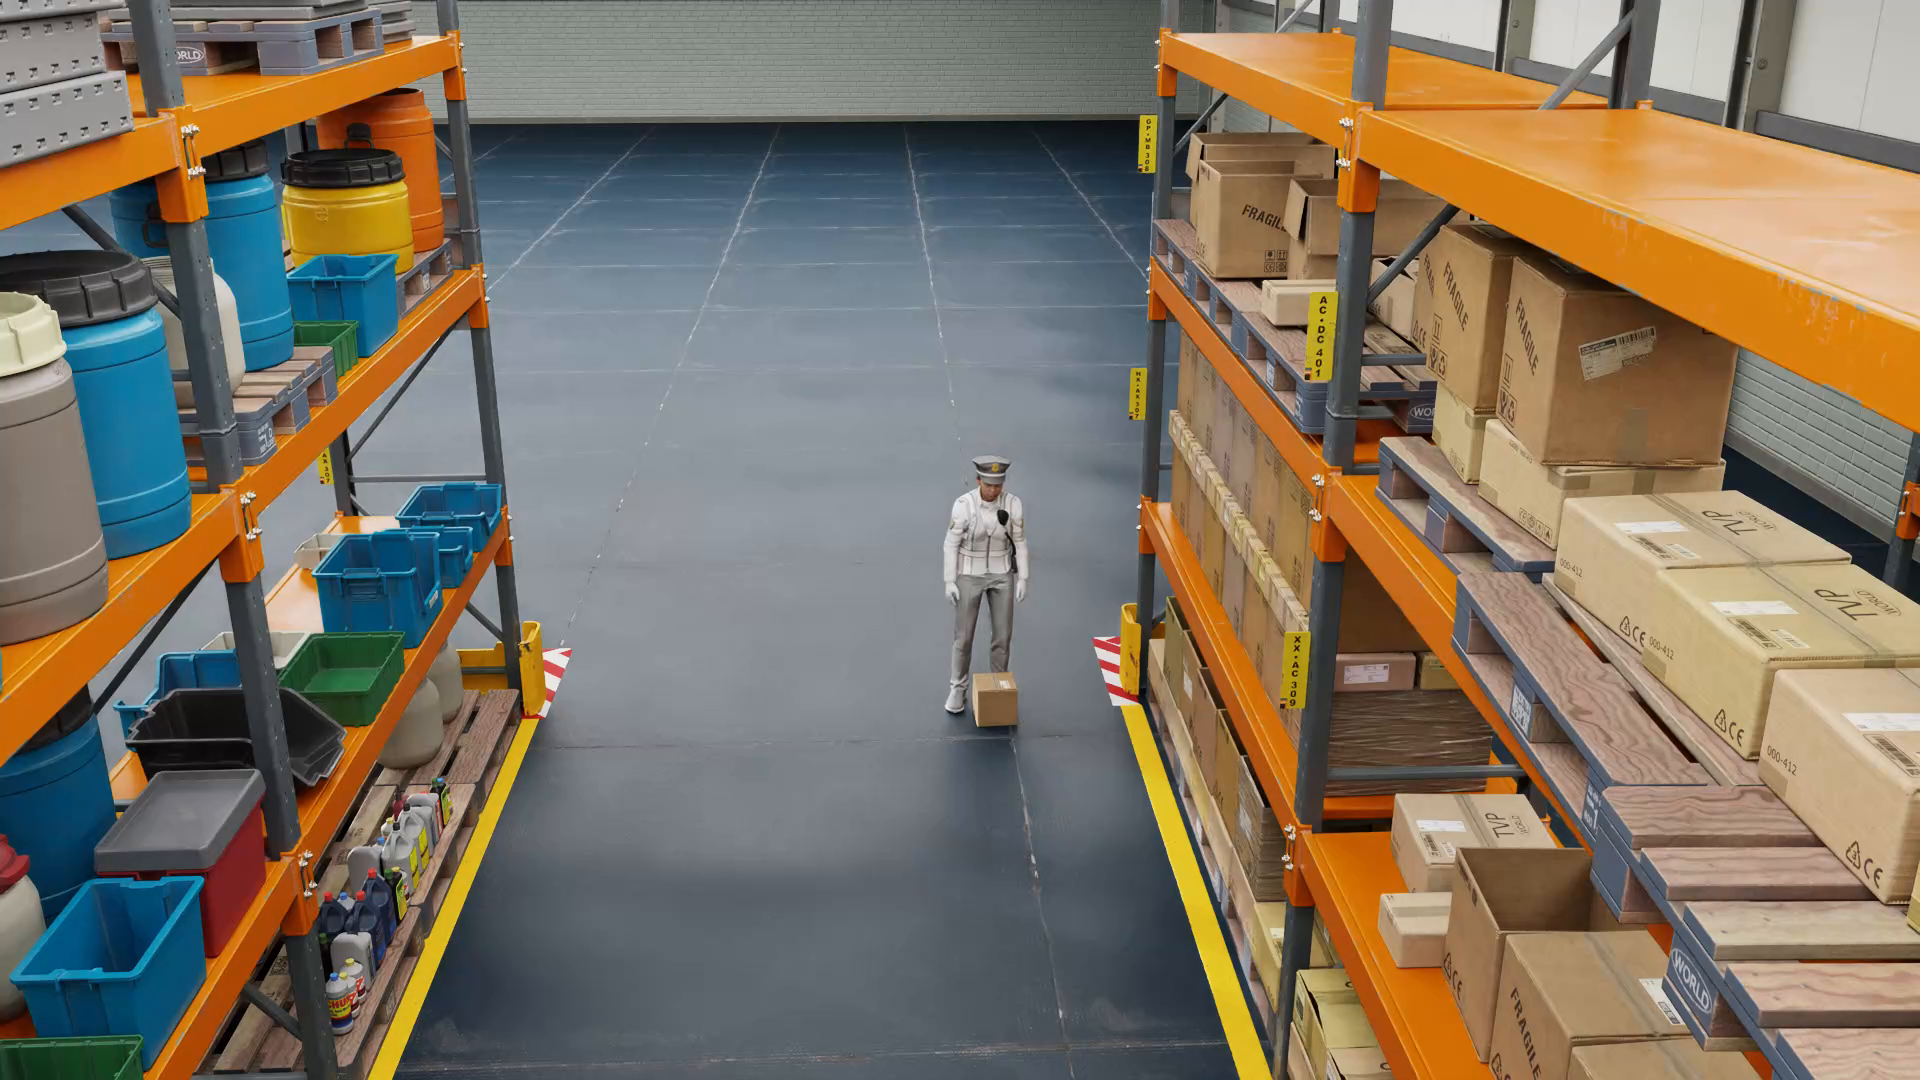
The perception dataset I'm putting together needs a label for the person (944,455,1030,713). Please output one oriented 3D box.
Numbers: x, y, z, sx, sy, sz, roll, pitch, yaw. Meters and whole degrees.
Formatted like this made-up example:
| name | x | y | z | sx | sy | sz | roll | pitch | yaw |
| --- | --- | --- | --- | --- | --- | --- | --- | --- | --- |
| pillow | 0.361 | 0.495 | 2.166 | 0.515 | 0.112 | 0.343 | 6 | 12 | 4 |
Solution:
| name | x | y | z | sx | sy | sz | roll | pitch | yaw |
| --- | --- | --- | --- | --- | --- | --- | --- | --- | --- |
| person | 0.165 | 0.259 | 10.387 | 0.540 | 1.659 | 0.375 | -2 | 21 | -7 |
